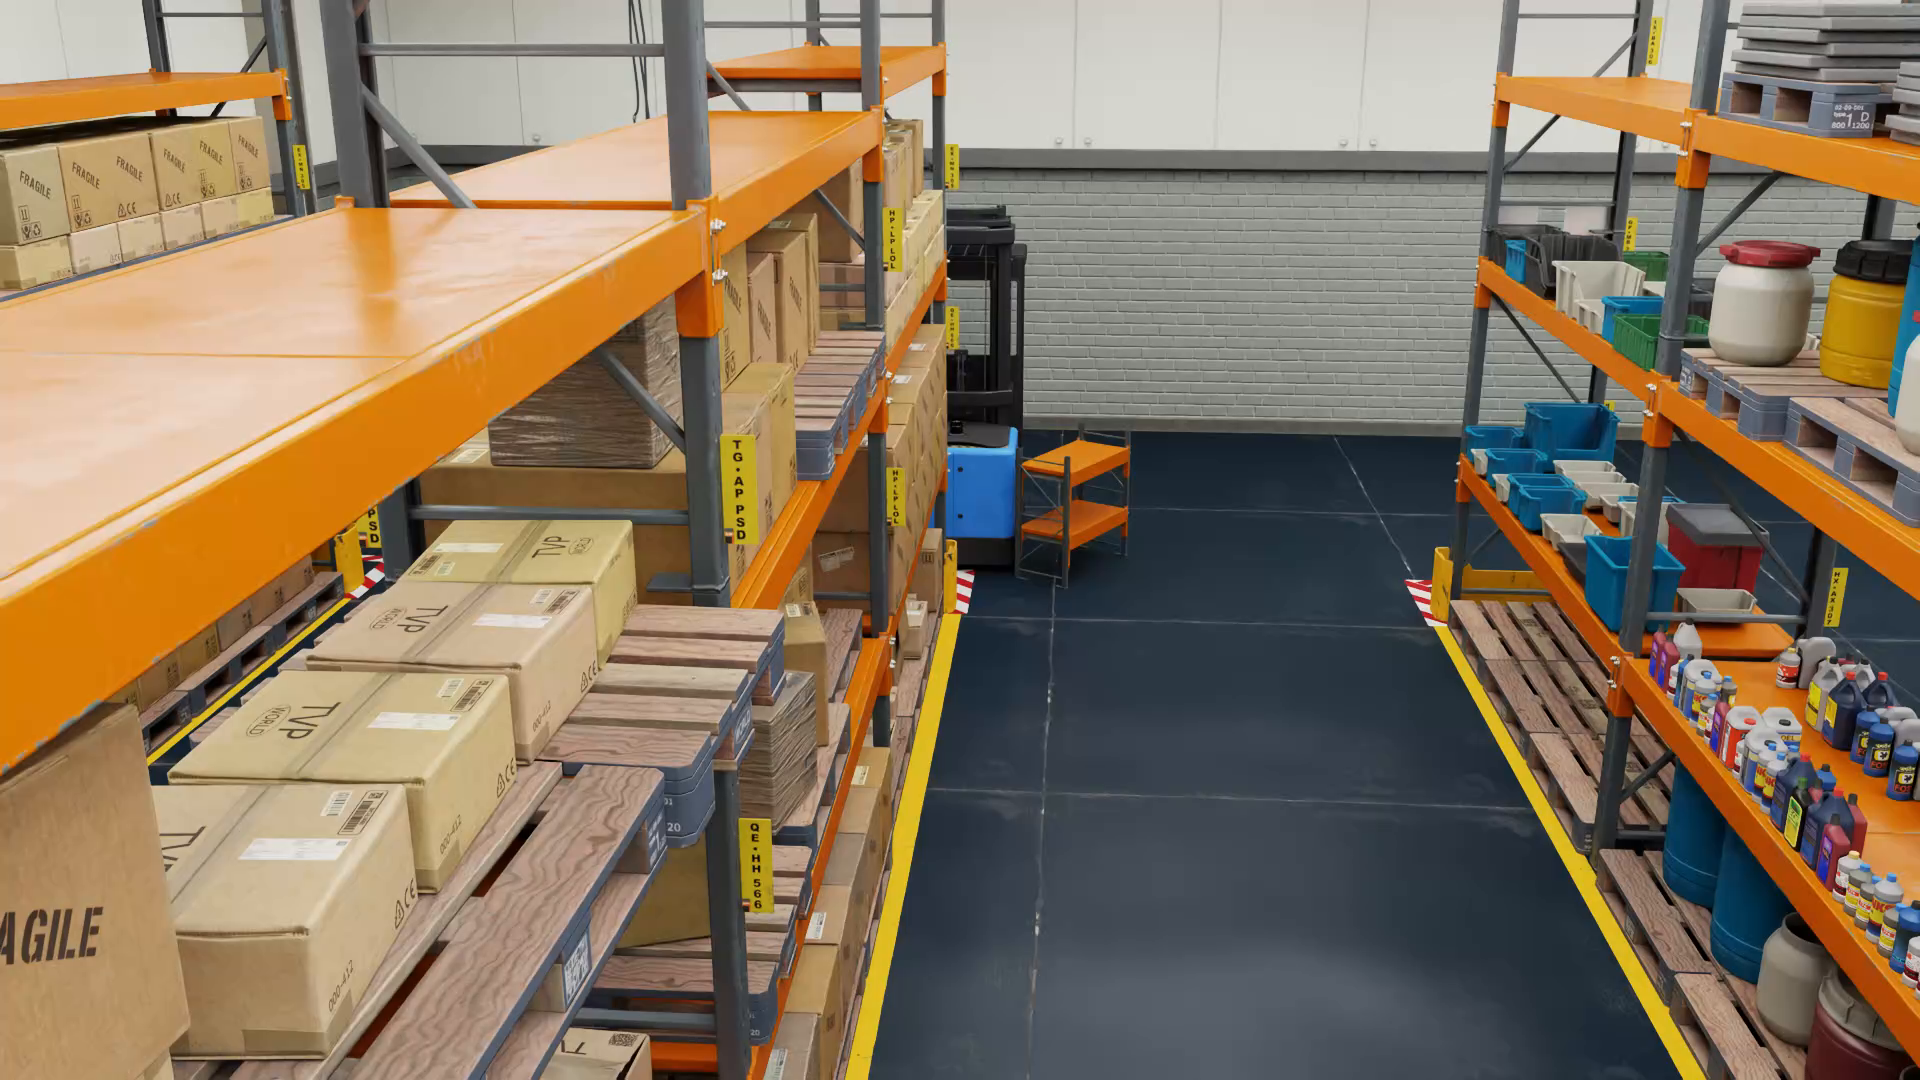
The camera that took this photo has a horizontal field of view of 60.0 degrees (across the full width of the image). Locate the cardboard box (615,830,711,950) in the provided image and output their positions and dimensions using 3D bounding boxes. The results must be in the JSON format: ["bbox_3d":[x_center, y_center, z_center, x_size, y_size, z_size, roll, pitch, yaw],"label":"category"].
[{"bbox_3d":[-1.252,1.106,5.896,0.700,0.500,0.500,-5,19,-15],"label":"cardboard box"}]

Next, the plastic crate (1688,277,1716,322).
[{"bbox_3d":[4.405,-1.323,9.535,0.497,0.269,0.590,1,18,4],"label":"plastic crate"}]

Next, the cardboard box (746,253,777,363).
[{"bbox_3d":[-1.100,-0.842,6.863,0.600,0.600,0.600,1,18,2],"label":"cardboard box"}]

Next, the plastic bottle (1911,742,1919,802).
[{"bbox_3d":[4.248,0.993,7.275,0.152,0.276,0.135,1,18,4],"label":"plastic bottle"}]

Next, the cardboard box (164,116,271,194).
[{"bbox_3d":[-5.333,-2.767,11.935,0.500,0.500,0.500,1,18,4],"label":"cardboard box"}]

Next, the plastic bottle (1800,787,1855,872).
[{"bbox_3d":[3.494,1.147,6.683,0.144,0.351,0.185,1,18,4],"label":"plastic bottle"}]

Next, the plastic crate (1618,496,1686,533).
[{"bbox_3d":[4.438,-0.127,10.667,0.416,0.233,0.300,1,18,4],"label":"plastic crate"}]

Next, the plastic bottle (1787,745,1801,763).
[{"bbox_3d":[3.672,1.007,7.353,0.097,0.201,0.097,0,18,0],"label":"plastic bottle"}]

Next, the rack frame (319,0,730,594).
[{"bbox_3d":[-1.185,-1.300,4.438,1.000,3.000,0.127,1,18,4],"label":"rack frame"}]

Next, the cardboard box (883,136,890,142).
[{"bbox_3d":[-0.810,-2.258,10.412,0.700,0.500,0.500,1,18,4],"label":"cardboard box"}]

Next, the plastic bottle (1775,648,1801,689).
[{"bbox_3d":[4.211,0.647,8.449,0.097,0.201,0.097,0,18,0],"label":"plastic bottle"}]

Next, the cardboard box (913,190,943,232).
[{"bbox_3d":[-0.394,-2.360,11.929,0.500,0.250,0.500,1,18,4],"label":"cardboard box"}]

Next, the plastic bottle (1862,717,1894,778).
[{"bbox_3d":[4.139,0.926,7.486,0.097,0.271,0.097,0,18,0],"label":"plastic bottle"}]

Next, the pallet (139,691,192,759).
[{"bbox_3d":[-5.706,1.290,10.648,1.003,0.211,1.213,1,18,4],"label":"pallet"}]

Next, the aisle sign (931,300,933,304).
[{"bbox_3d":[-0.301,-2.183,12.594,0.394,0.787,0.004,1,18,4],"label":"aisle sign"}]

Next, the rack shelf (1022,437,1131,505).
[{"bbox_3d":[0.959,-0.588,13.970,0.538,0.278,1.000,12,22,32],"label":"rack shelf"}]

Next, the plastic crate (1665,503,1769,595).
[{"bbox_3d":[4.357,0.090,9.633,0.402,0.464,0.583,1,18,4],"label":"plastic crate"}]

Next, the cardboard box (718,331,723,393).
[{"bbox_3d":[-1.110,-0.691,5.631,0.500,0.500,0.500,1,18,4],"label":"cardboard box"}]

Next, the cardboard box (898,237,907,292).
[{"bbox_3d":[-0.581,-1.584,9.560,0.500,0.250,0.500,1,18,4],"label":"cardboard box"}]

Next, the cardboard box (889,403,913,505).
[{"bbox_3d":[-0.547,-0.514,9.909,0.500,0.500,0.500,1,18,2],"label":"cardboard box"}]

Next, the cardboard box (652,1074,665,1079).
[{"bbox_3d":[-1.352,1.860,6.533,0.500,0.250,0.500,2,18,6],"label":"cardboard box"}]

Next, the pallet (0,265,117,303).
[{"bbox_3d":[-5.770,-1.438,9.819,1.003,0.211,1.213,1,18,4],"label":"pallet"}]

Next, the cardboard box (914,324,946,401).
[{"bbox_3d":[-0.369,-1.312,12.343,0.500,0.500,0.500,1,18,3],"label":"cardboard box"}]

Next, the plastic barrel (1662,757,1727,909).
[{"bbox_3d":[3.987,1.387,8.570,0.600,0.901,0.708,1,18,4],"label":"plastic barrel"}]

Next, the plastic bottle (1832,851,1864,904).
[{"bbox_3d":[3.451,1.303,6.448,0.097,0.201,0.097,0,18,0],"label":"plastic bottle"}]

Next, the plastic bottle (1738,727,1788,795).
[{"bbox_3d":[3.546,0.974,7.332,0.152,0.276,0.135,1,18,4],"label":"plastic bottle"}]

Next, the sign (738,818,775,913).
[{"bbox_3d":[-0.631,1.012,5.158,0.100,0.325,0.005,1,18,4],"label":"sign"}]

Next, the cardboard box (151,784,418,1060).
[{"bbox_3d":[-1.273,0.647,2.880,0.500,0.250,0.500,0,18,-1],"label":"cardboard box"}]

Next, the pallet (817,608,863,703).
[{"bbox_3d":[-1.064,0.646,8.444,1.003,0.211,1.213,1,18,4],"label":"pallet"}]

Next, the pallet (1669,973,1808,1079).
[{"bbox_3d":[3.861,2.364,7.369,1.003,0.211,1.213,1,18,4],"label":"pallet"}]

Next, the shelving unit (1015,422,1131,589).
[{"bbox_3d":[0.959,-0.310,14.061,0.538,1.125,1.048,12,22,32],"label":"shelving unit"}]

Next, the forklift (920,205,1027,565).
[{"bbox_3d":[0.040,-1.589,15.064,1.130,2.935,3.031,1,18,3],"label":"forklift"}]

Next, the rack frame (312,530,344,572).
[{"bbox_3d":[-5.552,-1.043,13.289,1.000,3.000,0.127,1,18,4],"label":"rack frame"}]

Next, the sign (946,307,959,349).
[{"bbox_3d":[-0.059,-1.616,12.669,0.100,0.325,0.005,1,18,4],"label":"sign"}]

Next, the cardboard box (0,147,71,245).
[{"bbox_3d":[-5.508,-1.974,9.513,0.500,0.500,0.500,1,18,3],"label":"cardboard box"}]

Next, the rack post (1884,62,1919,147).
[{"bbox_3d":[4.024,-1.561,6.039,0.937,0.300,0.954,3,18,10],"label":"rack post"}]

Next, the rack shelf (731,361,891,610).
[{"bbox_3d":[-1.041,-0.154,6.913,1.077,0.370,4.000,1,18,4],"label":"rack shelf"}]

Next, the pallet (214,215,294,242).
[{"bbox_3d":[-5.595,-2.196,12.132,1.003,0.211,1.213,1,18,4],"label":"pallet"}]

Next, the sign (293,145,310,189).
[{"bbox_3d":[-5.012,-2.835,12.646,0.100,0.325,0.005,1,18,4],"label":"sign"}]

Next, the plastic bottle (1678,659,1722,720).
[{"bbox_3d":[3.603,0.728,8.083,0.152,0.276,0.135,1,18,4],"label":"plastic bottle"}]

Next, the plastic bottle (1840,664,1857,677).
[{"bbox_3d":[4.310,0.722,8.100,0.152,0.276,0.135,1,18,4],"label":"plastic bottle"}]

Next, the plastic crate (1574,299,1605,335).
[{"bbox_3d":[3.754,-1.283,9.628,0.293,0.136,0.466,1,18,4],"label":"plastic crate"}]

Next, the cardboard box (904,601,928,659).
[{"bbox_3d":[-0.502,0.633,11.884,0.500,0.250,0.500,1,18,4],"label":"cardboard box"}]

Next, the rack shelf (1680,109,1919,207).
[{"bbox_3d":[3.899,-1.277,6.167,1.077,0.370,4.000,1,18,4],"label":"rack shelf"}]

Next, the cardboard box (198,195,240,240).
[{"bbox_3d":[-5.376,-2.249,11.559,0.500,0.250,0.500,1,18,2],"label":"cardboard box"}]

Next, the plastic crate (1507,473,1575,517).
[{"bbox_3d":[3.889,-0.293,11.171,0.416,0.233,0.300,1,18,4],"label":"plastic crate"}]

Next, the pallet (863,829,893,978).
[{"bbox_3d":[-0.918,1.887,8.825,1.003,0.211,1.213,1,18,4],"label":"pallet"}]

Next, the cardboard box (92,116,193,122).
[{"bbox_3d":[-5.845,-2.779,11.972,0.500,0.500,0.500,1,18,2],"label":"cardboard box"}]

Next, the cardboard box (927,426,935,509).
[{"bbox_3d":[-0.447,-0.520,11.532,0.500,0.500,0.500,1,18,4],"label":"cardboard box"}]

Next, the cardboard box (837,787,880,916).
[{"bbox_3d":[-0.691,1.600,8.529,0.500,0.500,0.500,1,18,4],"label":"cardboard box"}]

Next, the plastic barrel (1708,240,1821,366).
[{"bbox_3d":[3.755,-1.111,7.788,0.433,0.535,0.433,0,18,0],"label":"plastic barrel"}]

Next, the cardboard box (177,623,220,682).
[{"bbox_3d":[-5.605,0.642,11.486,0.700,0.500,0.500,2,18,5],"label":"cardboard box"}]

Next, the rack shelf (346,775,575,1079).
[{"bbox_3d":[-1.328,1.089,3.122,1.077,0.370,4.000,1,18,4],"label":"rack shelf"}]

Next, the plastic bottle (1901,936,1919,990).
[{"bbox_3d":[3.409,1.485,5.894,0.097,0.201,0.097,0,18,0],"label":"plastic bottle"}]

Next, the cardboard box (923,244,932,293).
[{"bbox_3d":[-0.455,-1.812,11.059,0.500,0.250,0.500,1,18,4],"label":"cardboard box"}]
